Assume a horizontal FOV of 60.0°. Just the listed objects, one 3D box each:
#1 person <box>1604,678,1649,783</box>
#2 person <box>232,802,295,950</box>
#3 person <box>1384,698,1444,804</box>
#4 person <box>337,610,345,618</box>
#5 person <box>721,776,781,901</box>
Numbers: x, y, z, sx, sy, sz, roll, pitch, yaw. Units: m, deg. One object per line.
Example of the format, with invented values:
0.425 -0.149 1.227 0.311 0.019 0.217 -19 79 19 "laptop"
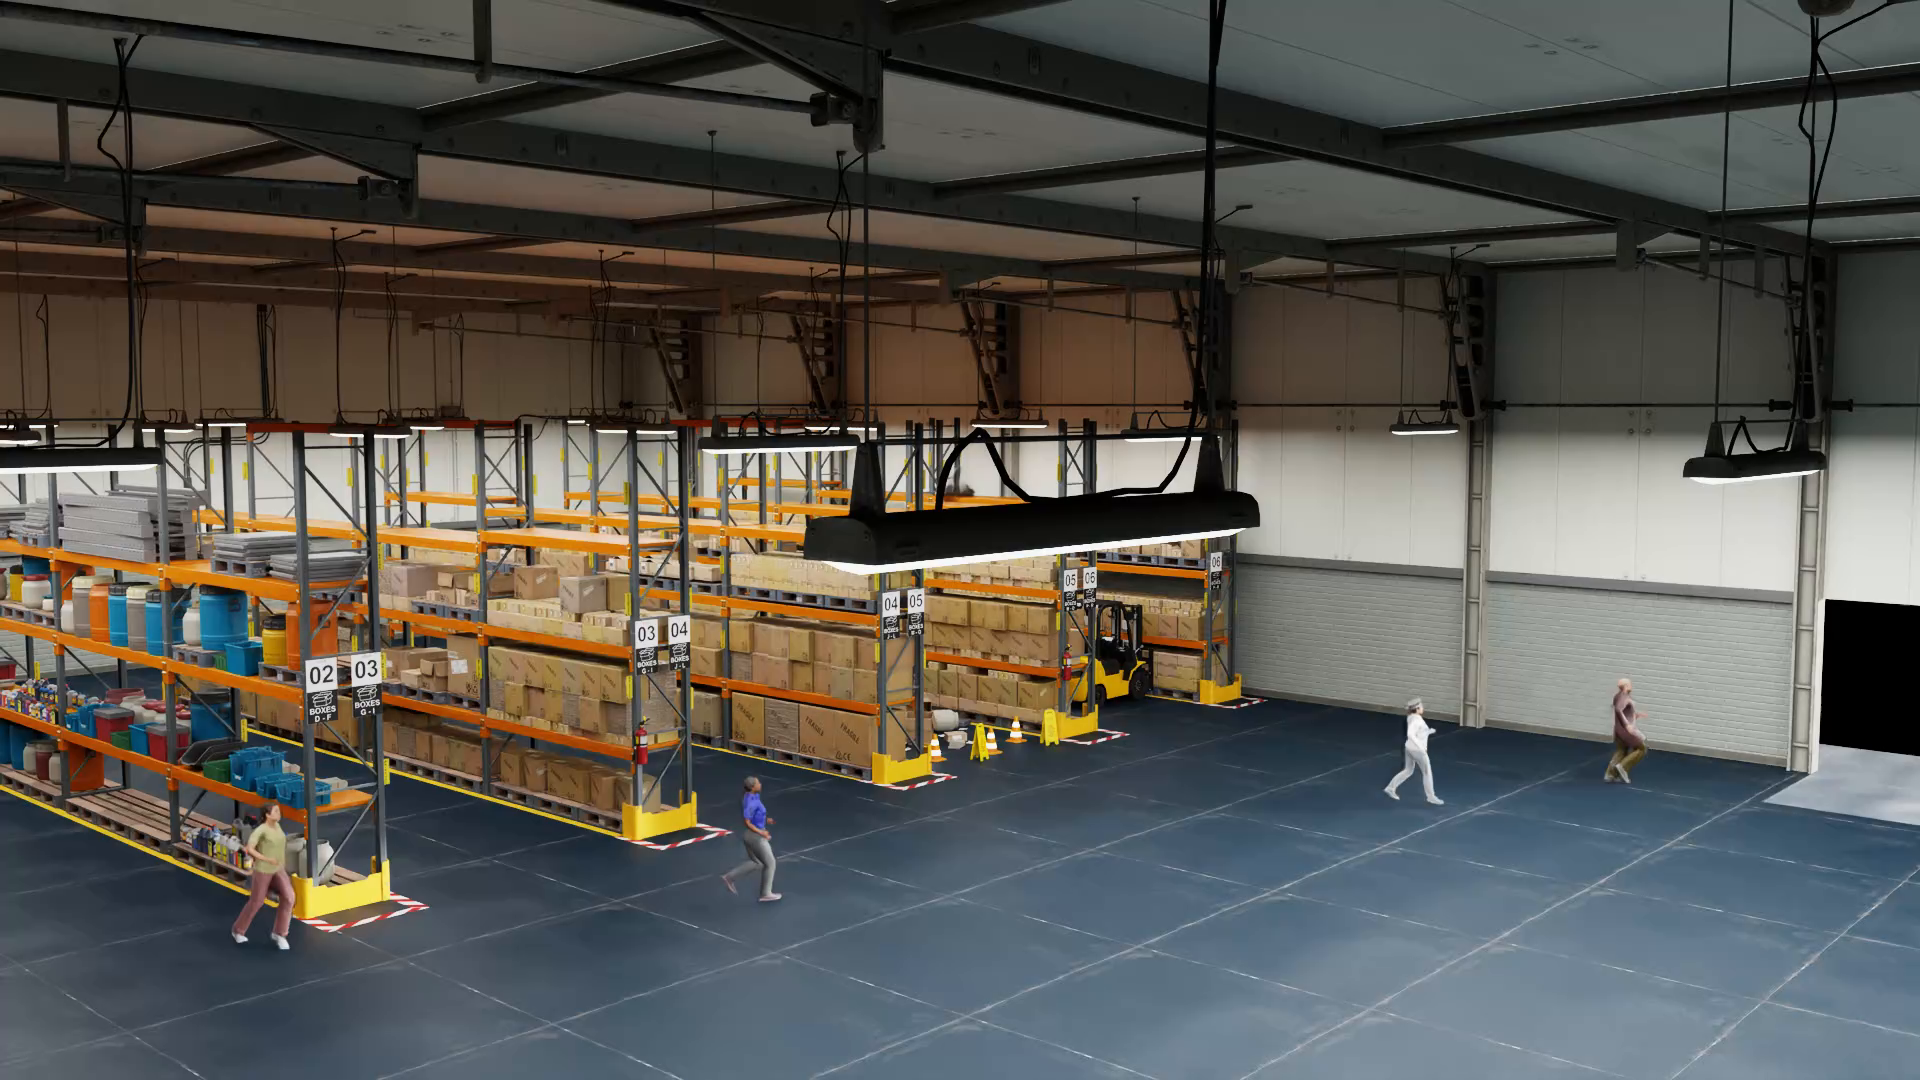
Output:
11.145 3.179 27.754 0.712 1.747 0.685 0 5 1 "person"
-8.119 3.914 19.536 0.756 1.688 0.651 2 5 22 "person"
7.173 3.329 26.188 0.935 1.677 0.607 -1 5 -8 "person"
-14.319 2.389 38.392 0.779 1.664 0.746 1 5 6 "person"
-2.644 3.802 21.115 0.749 1.603 0.585 -2 5 -18 "person"
